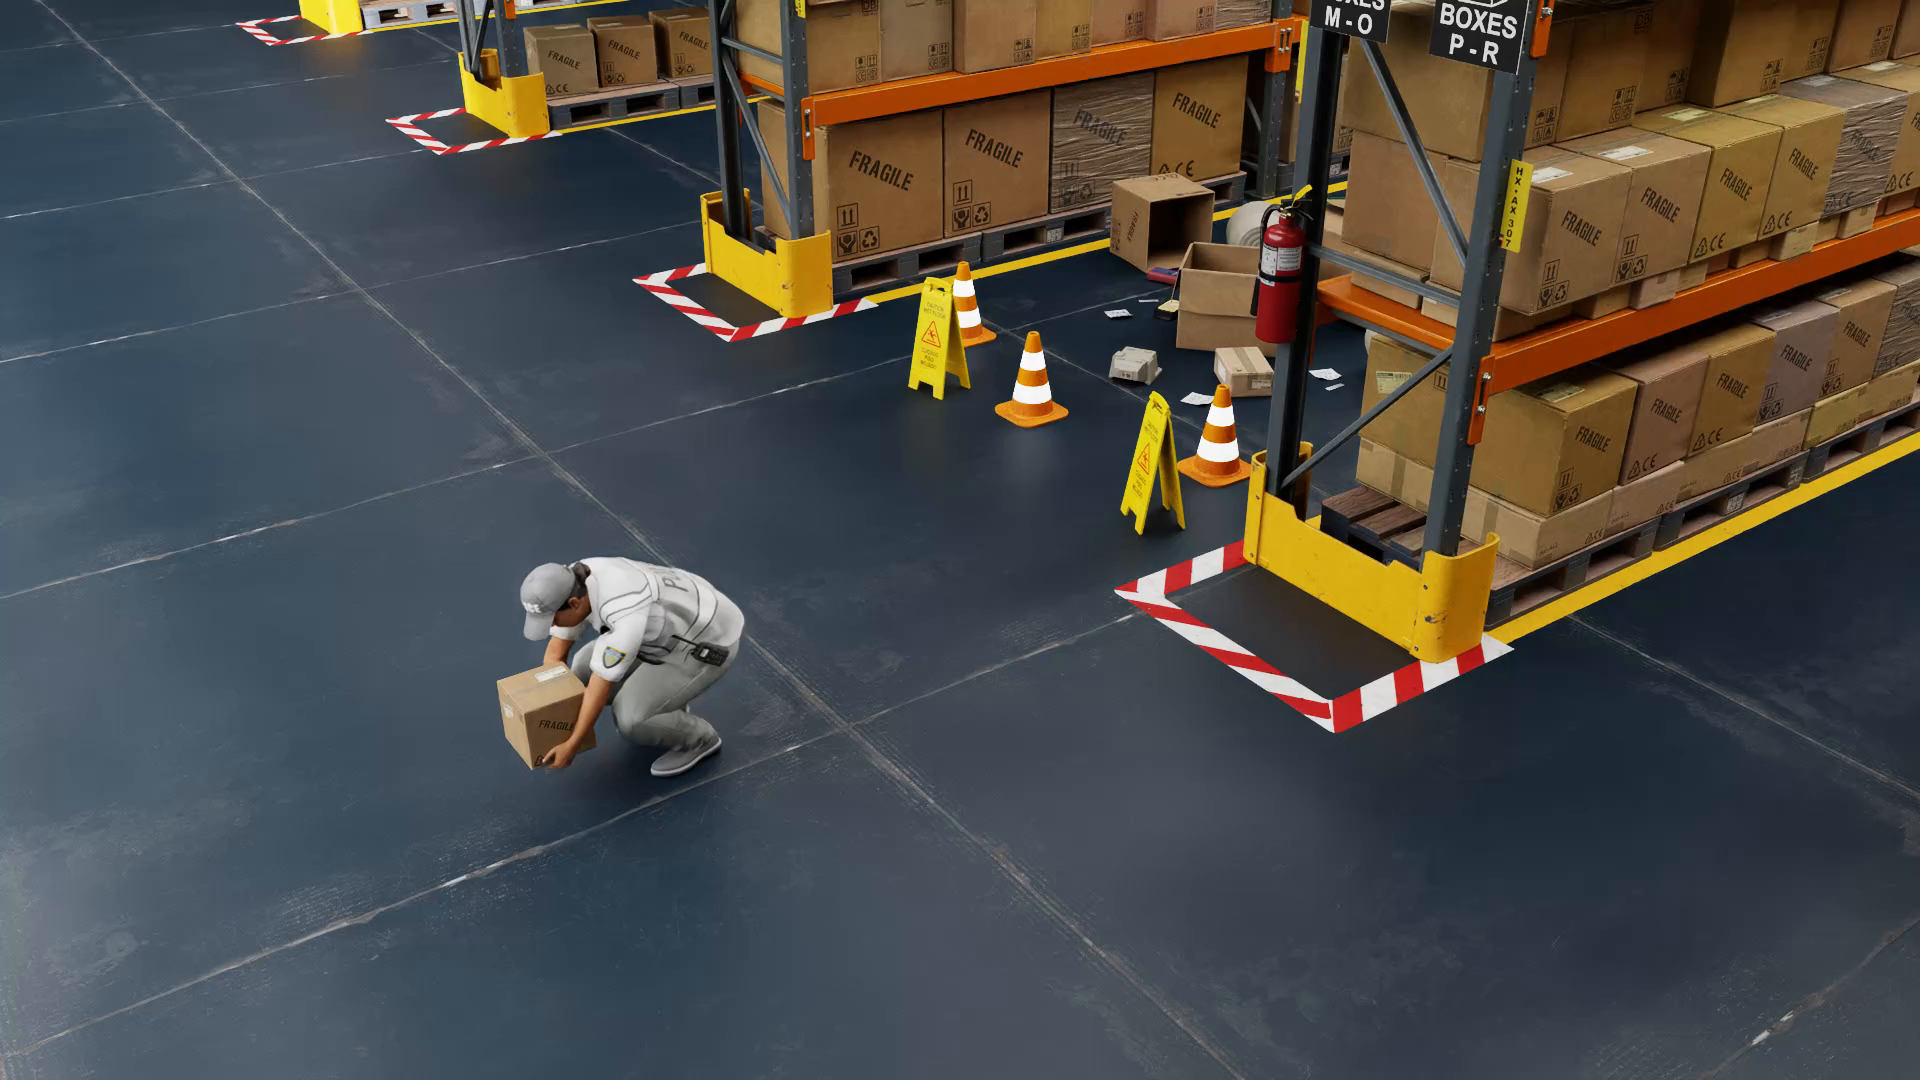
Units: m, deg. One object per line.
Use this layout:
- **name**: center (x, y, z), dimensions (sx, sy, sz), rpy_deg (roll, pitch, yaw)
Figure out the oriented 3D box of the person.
- **person**: center (-1.219, 0.409, 6.134), dimensions (0.868, 0.953, 0.509), rpy_deg (-20, 34, -32)
